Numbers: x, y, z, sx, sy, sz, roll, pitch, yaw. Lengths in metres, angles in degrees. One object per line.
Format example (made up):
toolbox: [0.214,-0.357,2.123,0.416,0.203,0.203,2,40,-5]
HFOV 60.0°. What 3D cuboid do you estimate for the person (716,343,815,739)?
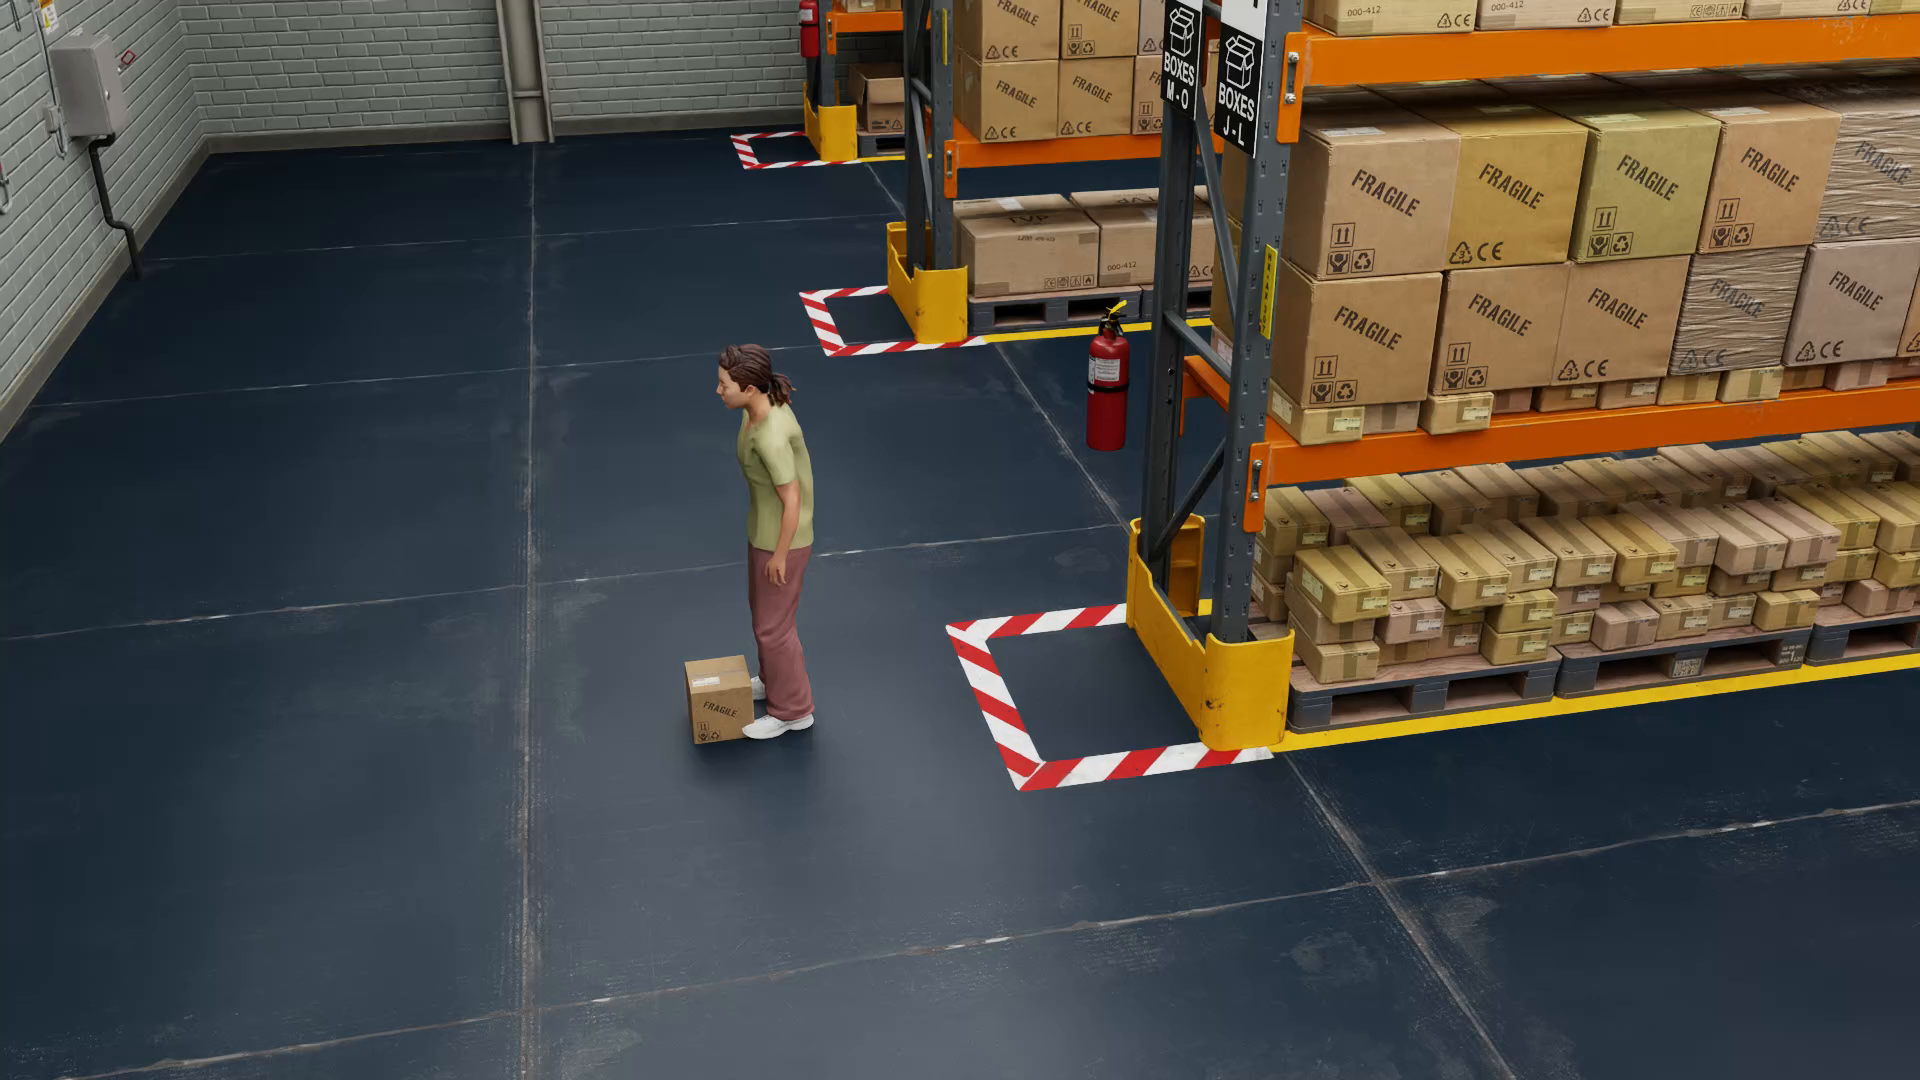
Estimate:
person: [-0.756,-0.002,6.622,0.352,1.672,0.504,-6,28,-12]
